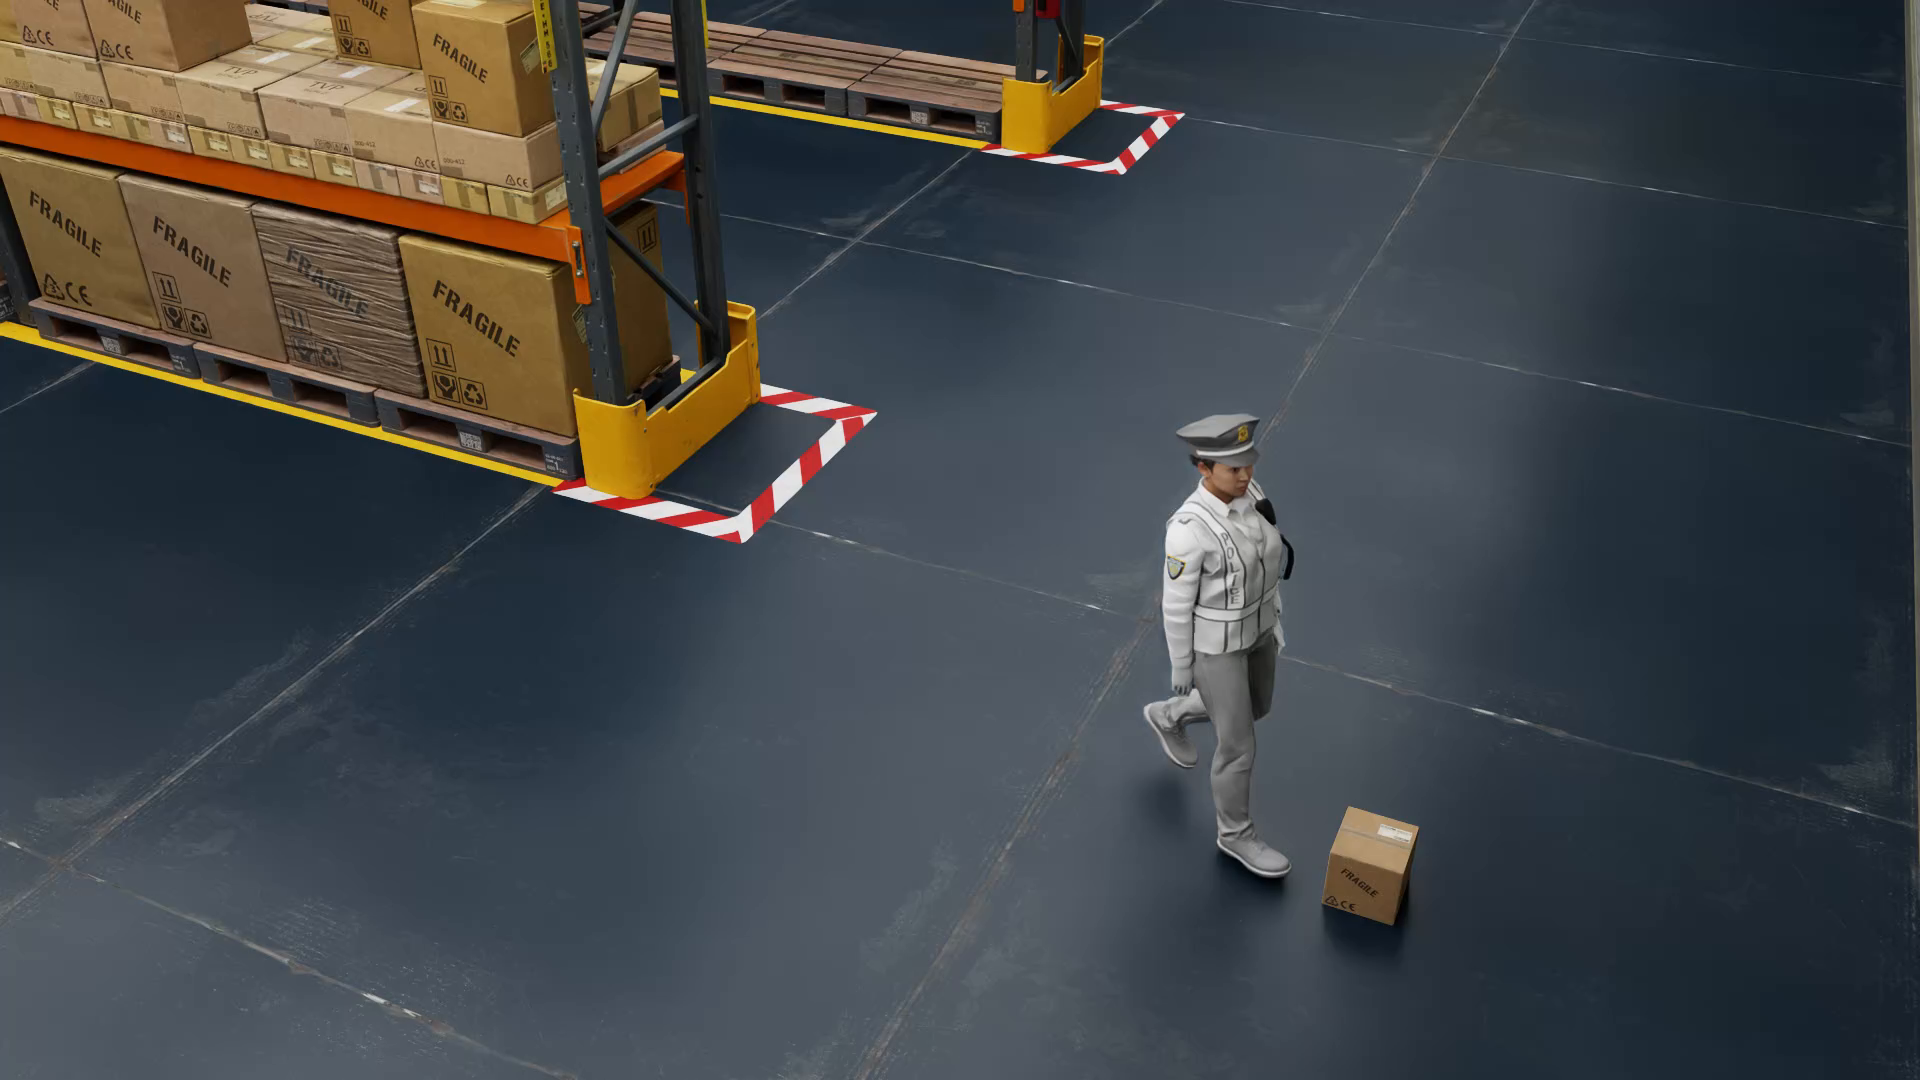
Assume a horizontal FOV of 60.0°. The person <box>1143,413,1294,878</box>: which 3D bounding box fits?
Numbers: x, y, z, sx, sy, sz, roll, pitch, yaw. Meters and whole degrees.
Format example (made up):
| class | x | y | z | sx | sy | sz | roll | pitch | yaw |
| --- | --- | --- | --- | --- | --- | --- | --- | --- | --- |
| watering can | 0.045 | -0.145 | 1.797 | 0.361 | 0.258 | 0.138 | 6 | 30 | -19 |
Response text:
| class | x | y | z | sx | sy | sz | roll | pitch | yaw |
| --- | --- | --- | --- | --- | --- | --- | --- | --- | --- |
| person | 0.909 | 0.320 | 5.613 | 0.760 | 1.661 | 0.488 | 24 | 41 | 31 |
